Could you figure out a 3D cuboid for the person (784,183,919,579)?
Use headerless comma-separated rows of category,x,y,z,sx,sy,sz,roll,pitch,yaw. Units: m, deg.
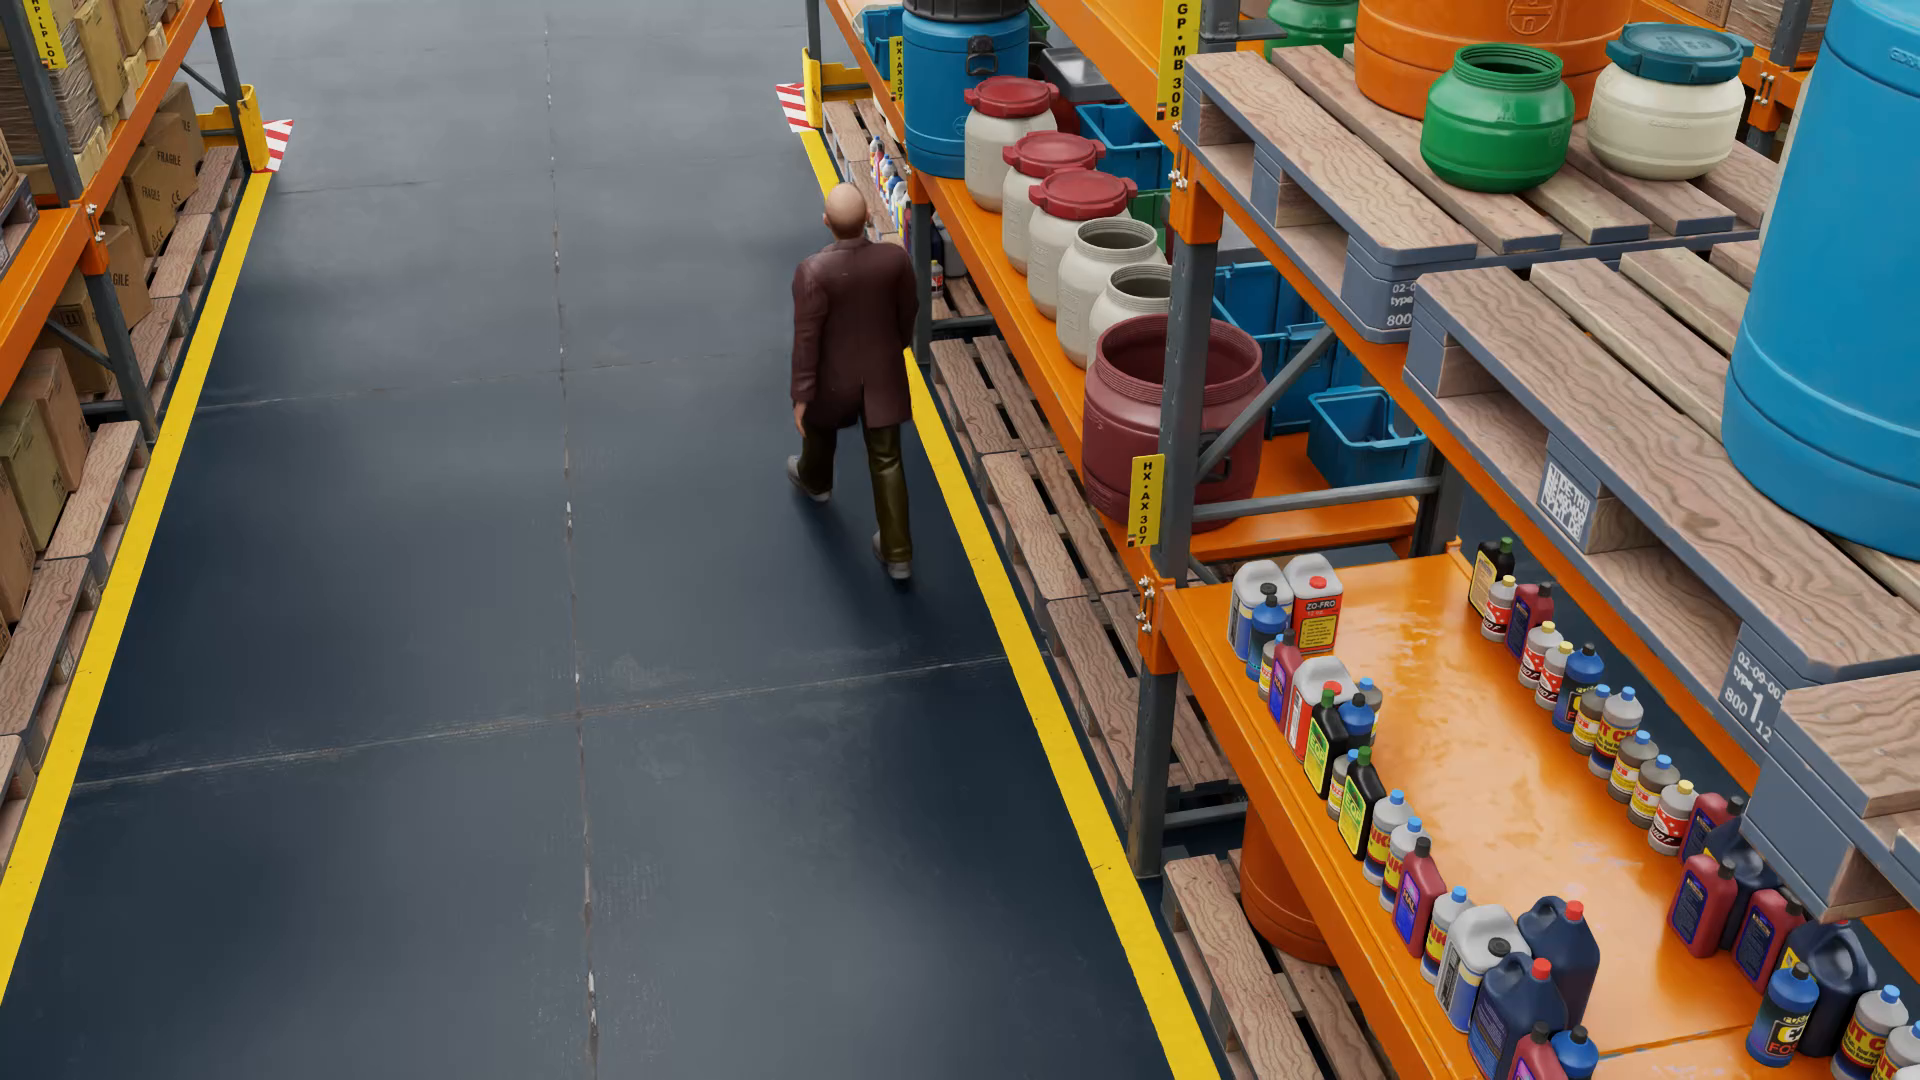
person,-0.489,-0.788,7.304,0.621,1.716,1.122,-9,35,-13
